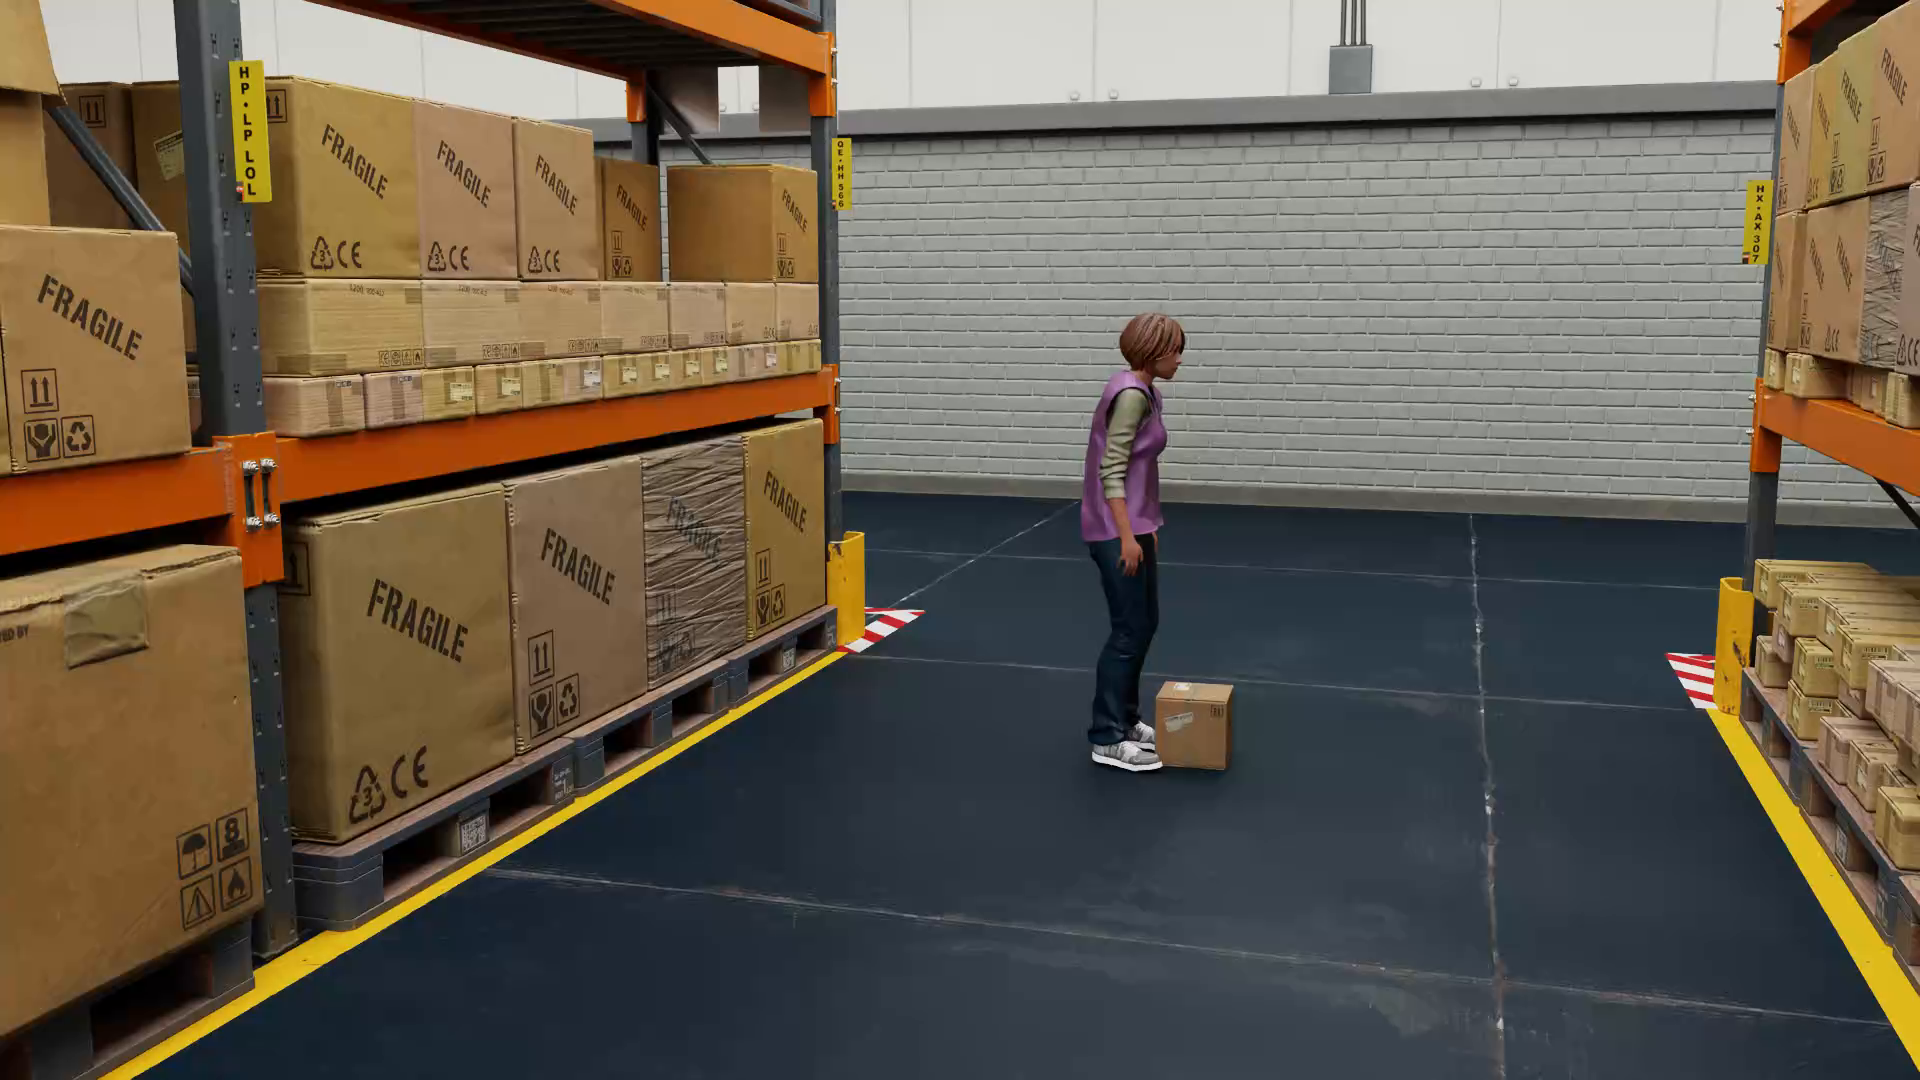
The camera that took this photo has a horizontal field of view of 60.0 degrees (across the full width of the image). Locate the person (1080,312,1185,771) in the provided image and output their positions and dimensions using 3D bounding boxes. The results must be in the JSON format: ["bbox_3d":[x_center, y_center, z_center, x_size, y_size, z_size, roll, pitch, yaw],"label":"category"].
[{"bbox_3d":[0.610,-0.007,5.931,0.350,1.592,0.467,2,9,16],"label":"person"}]
